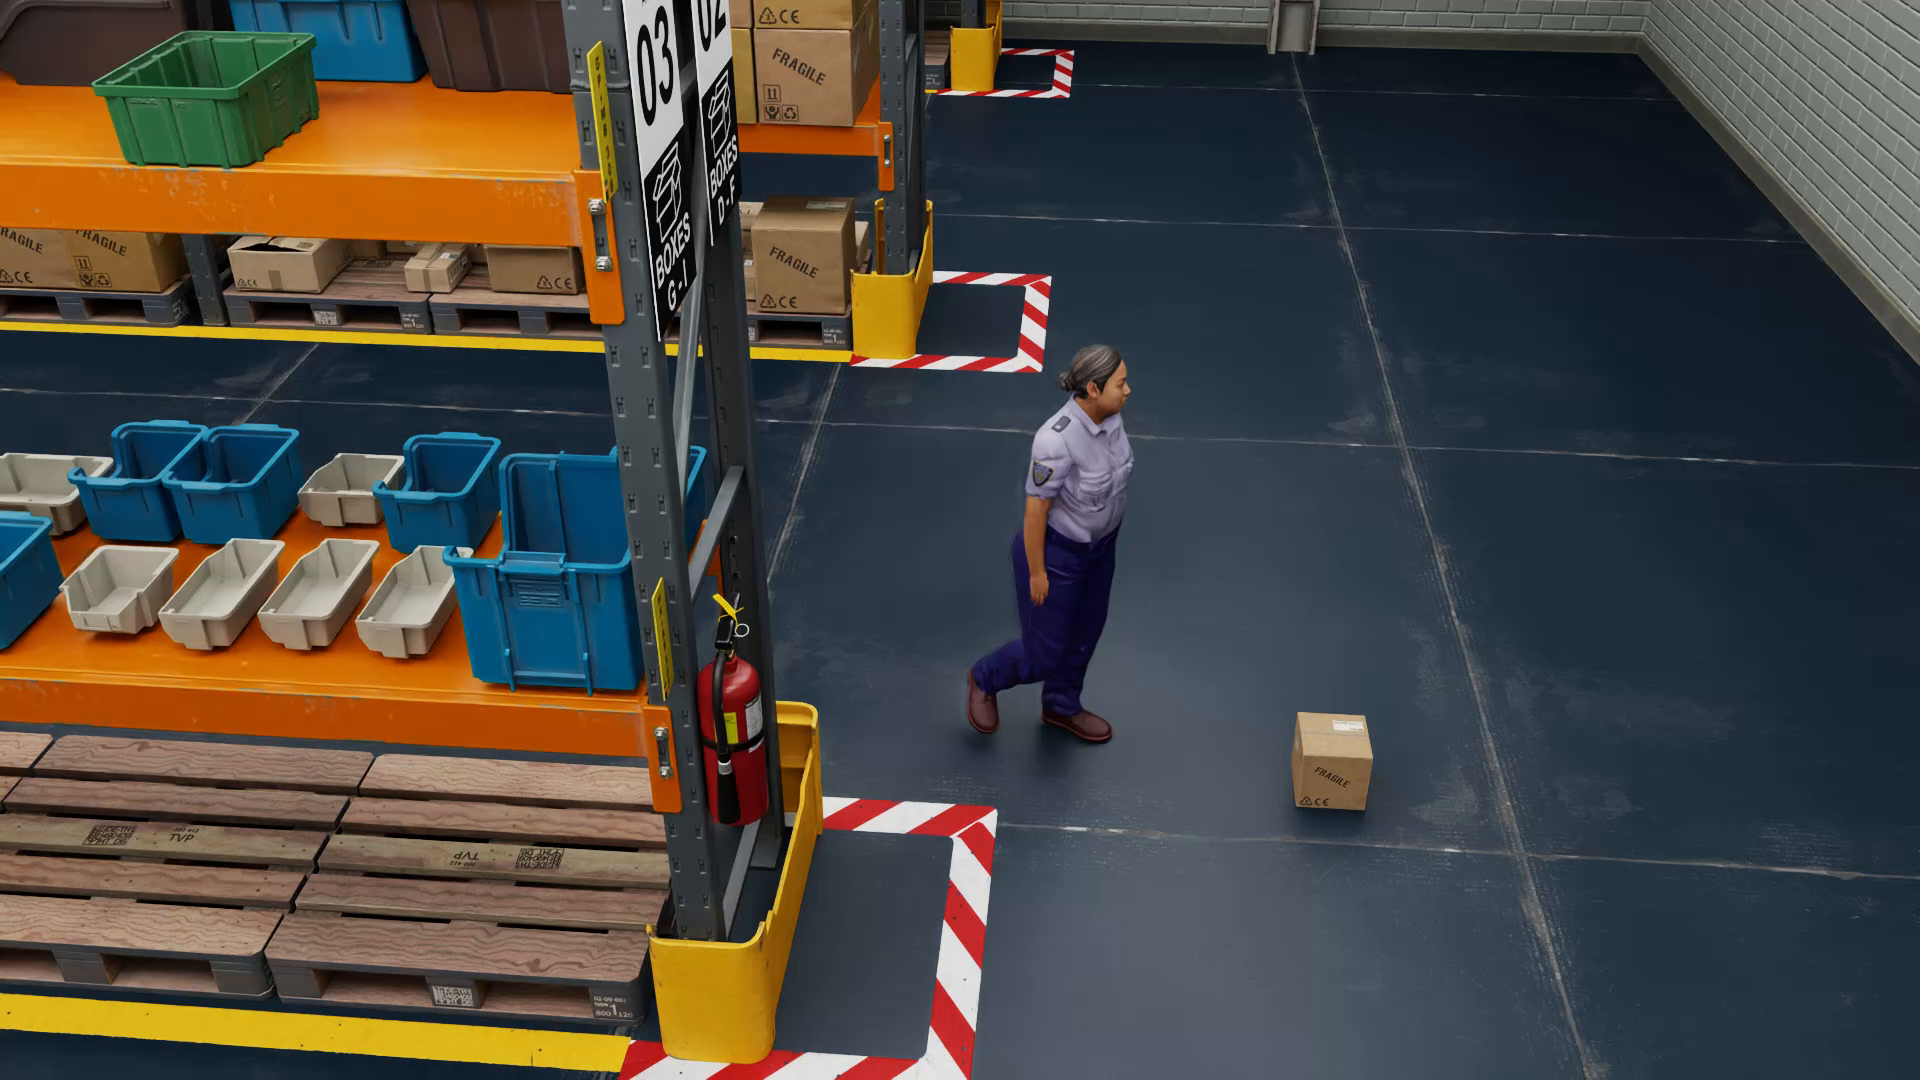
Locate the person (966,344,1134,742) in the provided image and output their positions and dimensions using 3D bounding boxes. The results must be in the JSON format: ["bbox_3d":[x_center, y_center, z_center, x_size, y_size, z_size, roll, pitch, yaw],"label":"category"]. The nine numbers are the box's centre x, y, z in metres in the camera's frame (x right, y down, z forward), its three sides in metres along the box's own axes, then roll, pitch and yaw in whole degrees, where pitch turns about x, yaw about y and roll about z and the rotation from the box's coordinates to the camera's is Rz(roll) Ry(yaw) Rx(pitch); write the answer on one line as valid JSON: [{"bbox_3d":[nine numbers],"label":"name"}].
[{"bbox_3d":[0.319,0.027,6.103,0.557,1.646,0.553,22,38,31],"label":"person"}]
